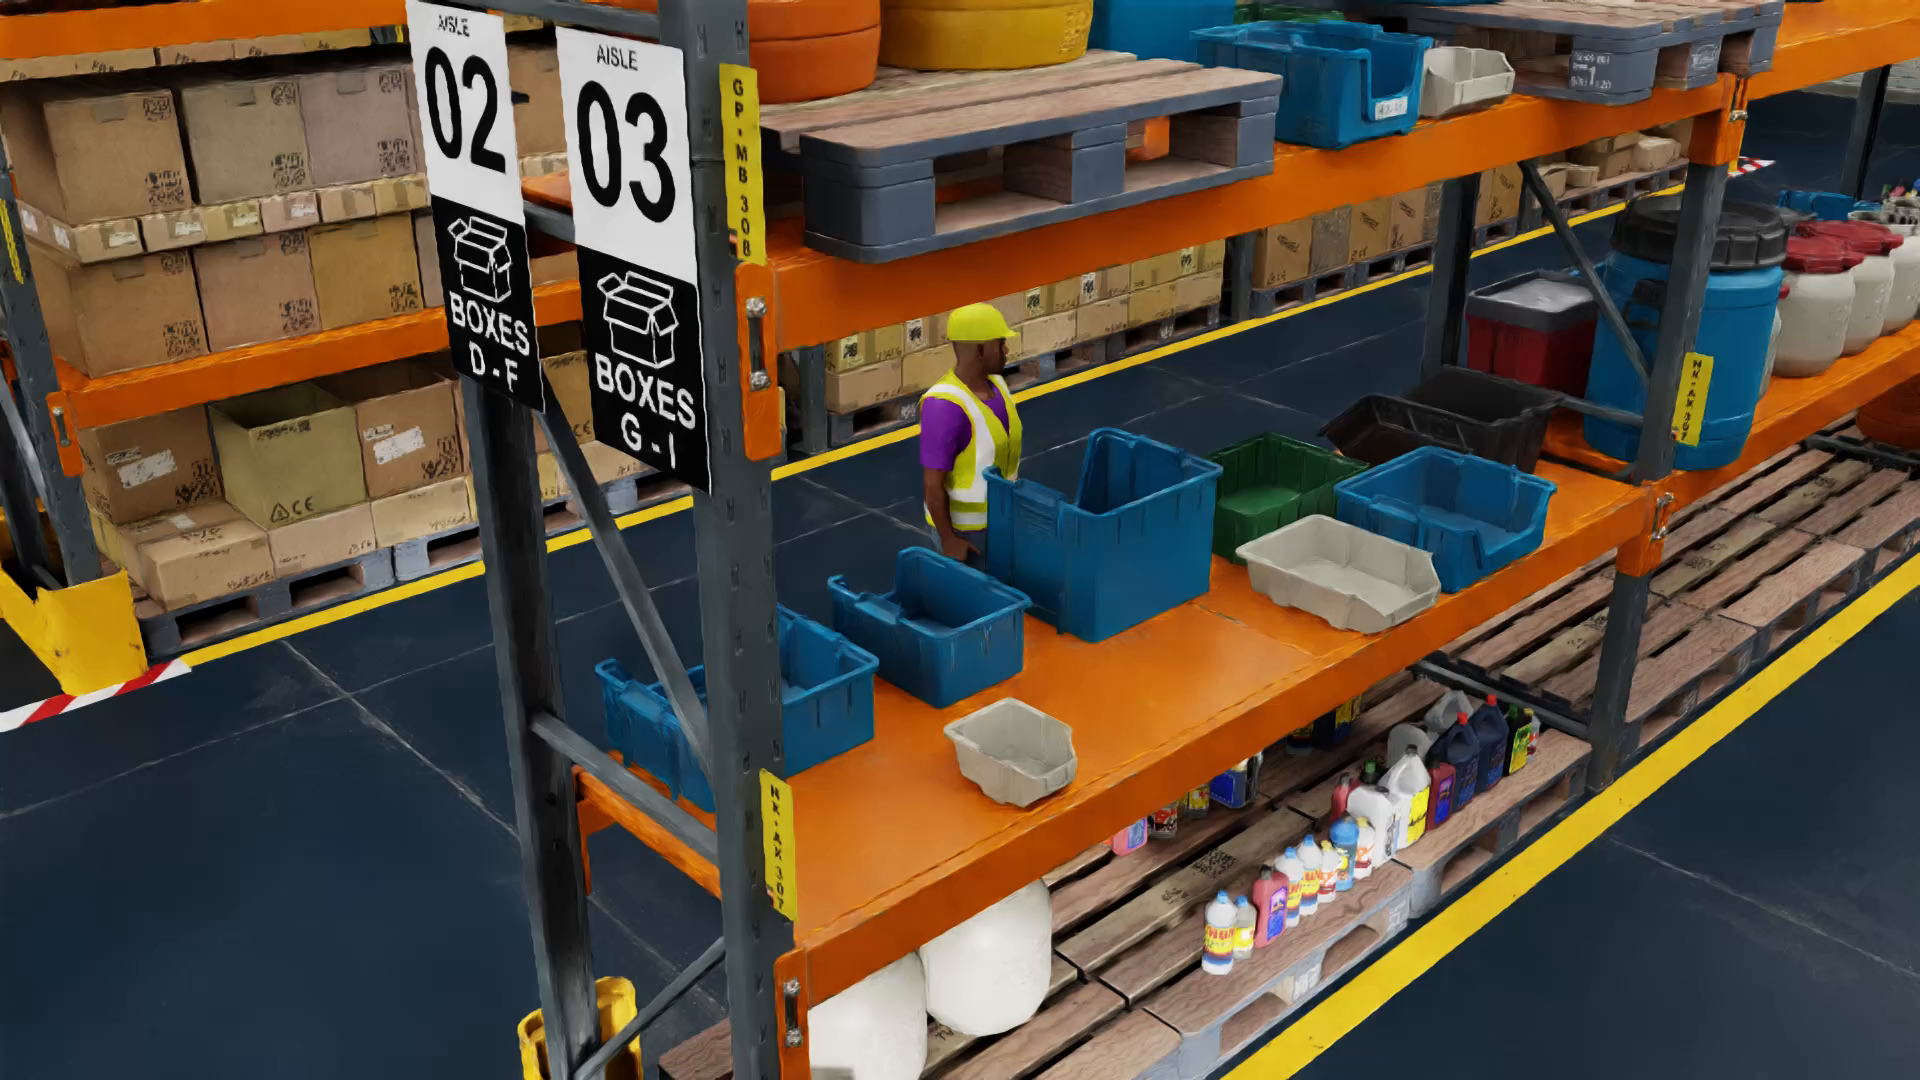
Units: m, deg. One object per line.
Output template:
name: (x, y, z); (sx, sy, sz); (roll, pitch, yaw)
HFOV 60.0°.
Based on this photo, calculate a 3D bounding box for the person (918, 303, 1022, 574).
person: (0.082, -0.072, 6.723); (0.412, 1.804, 0.615); (12, 27, 26)
